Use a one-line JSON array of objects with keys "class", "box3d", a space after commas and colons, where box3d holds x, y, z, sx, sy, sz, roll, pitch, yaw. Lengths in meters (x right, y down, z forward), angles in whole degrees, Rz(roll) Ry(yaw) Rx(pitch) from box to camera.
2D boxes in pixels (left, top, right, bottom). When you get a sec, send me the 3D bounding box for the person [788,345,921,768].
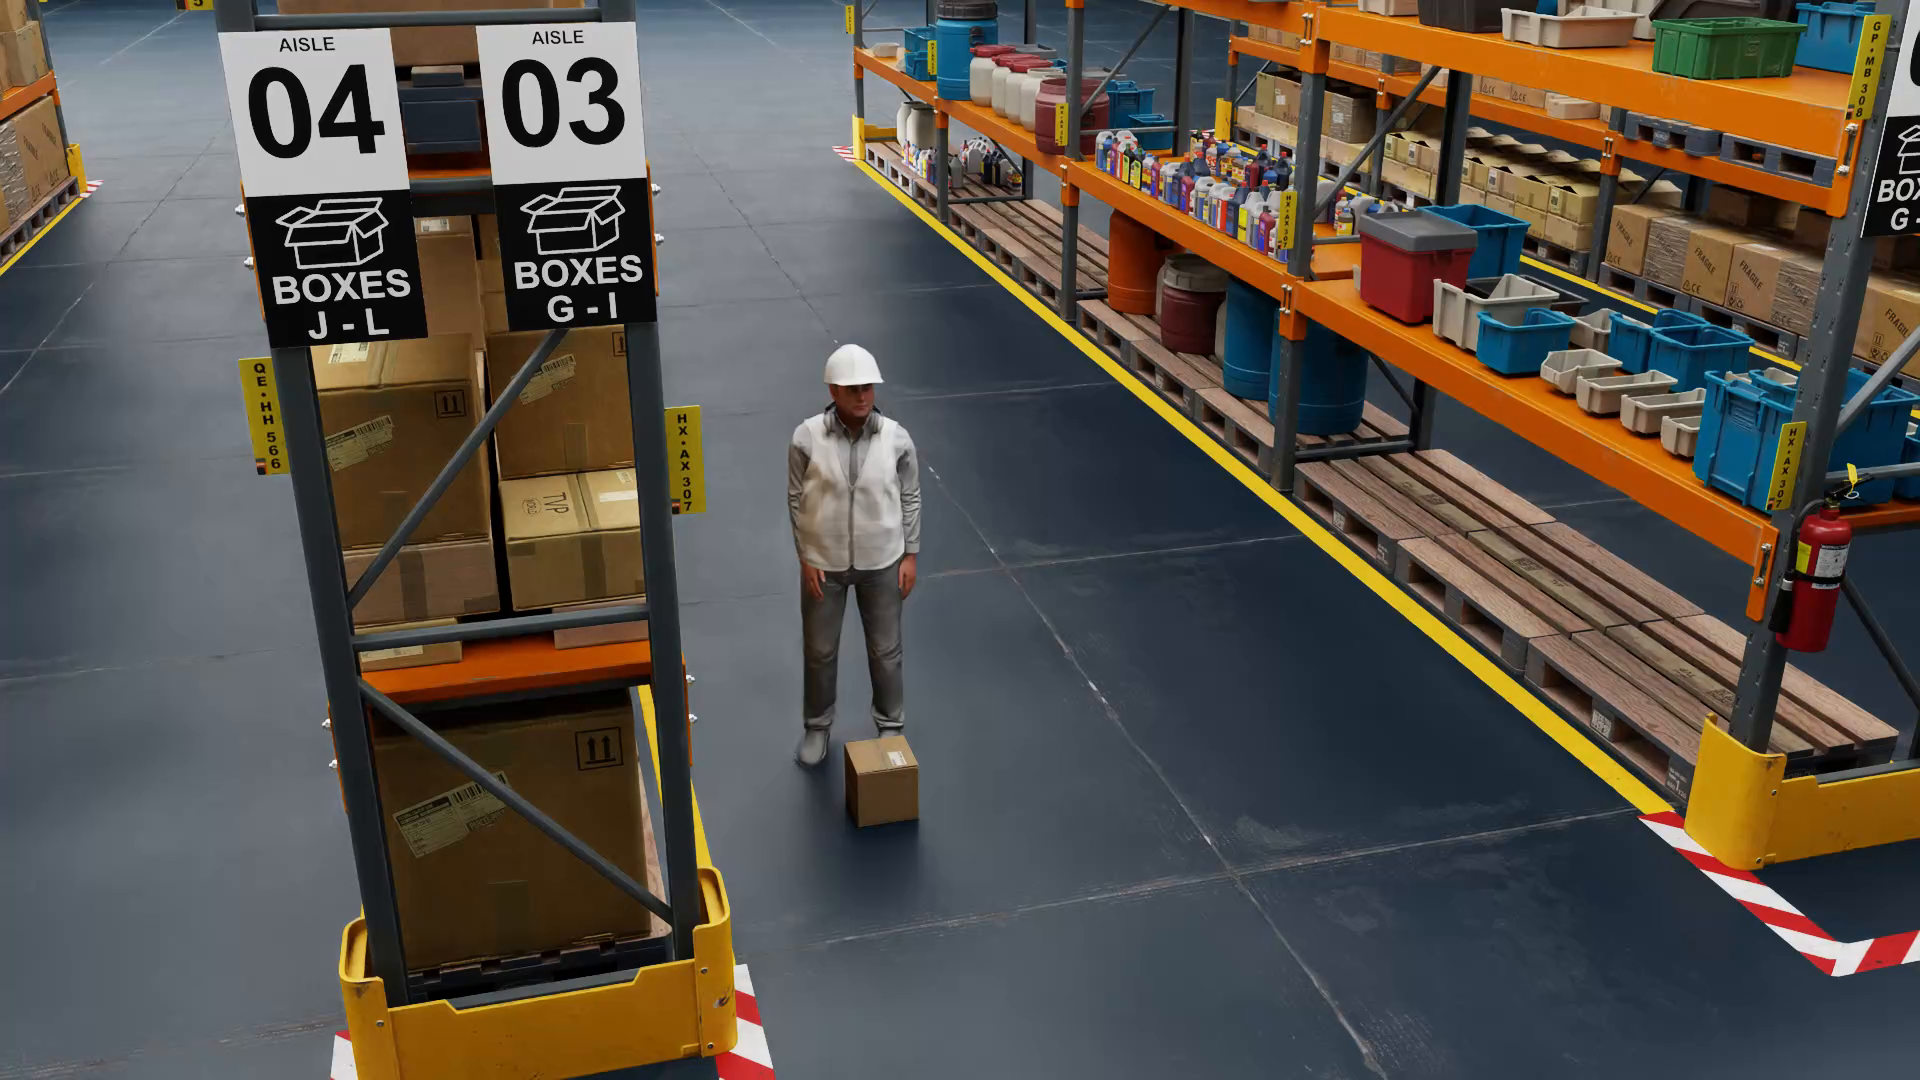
[{"class": "person", "box3d": [-0.430, 0.089, 6.840, 0.559, 1.799, 0.388, -3, 23, -6]}]
